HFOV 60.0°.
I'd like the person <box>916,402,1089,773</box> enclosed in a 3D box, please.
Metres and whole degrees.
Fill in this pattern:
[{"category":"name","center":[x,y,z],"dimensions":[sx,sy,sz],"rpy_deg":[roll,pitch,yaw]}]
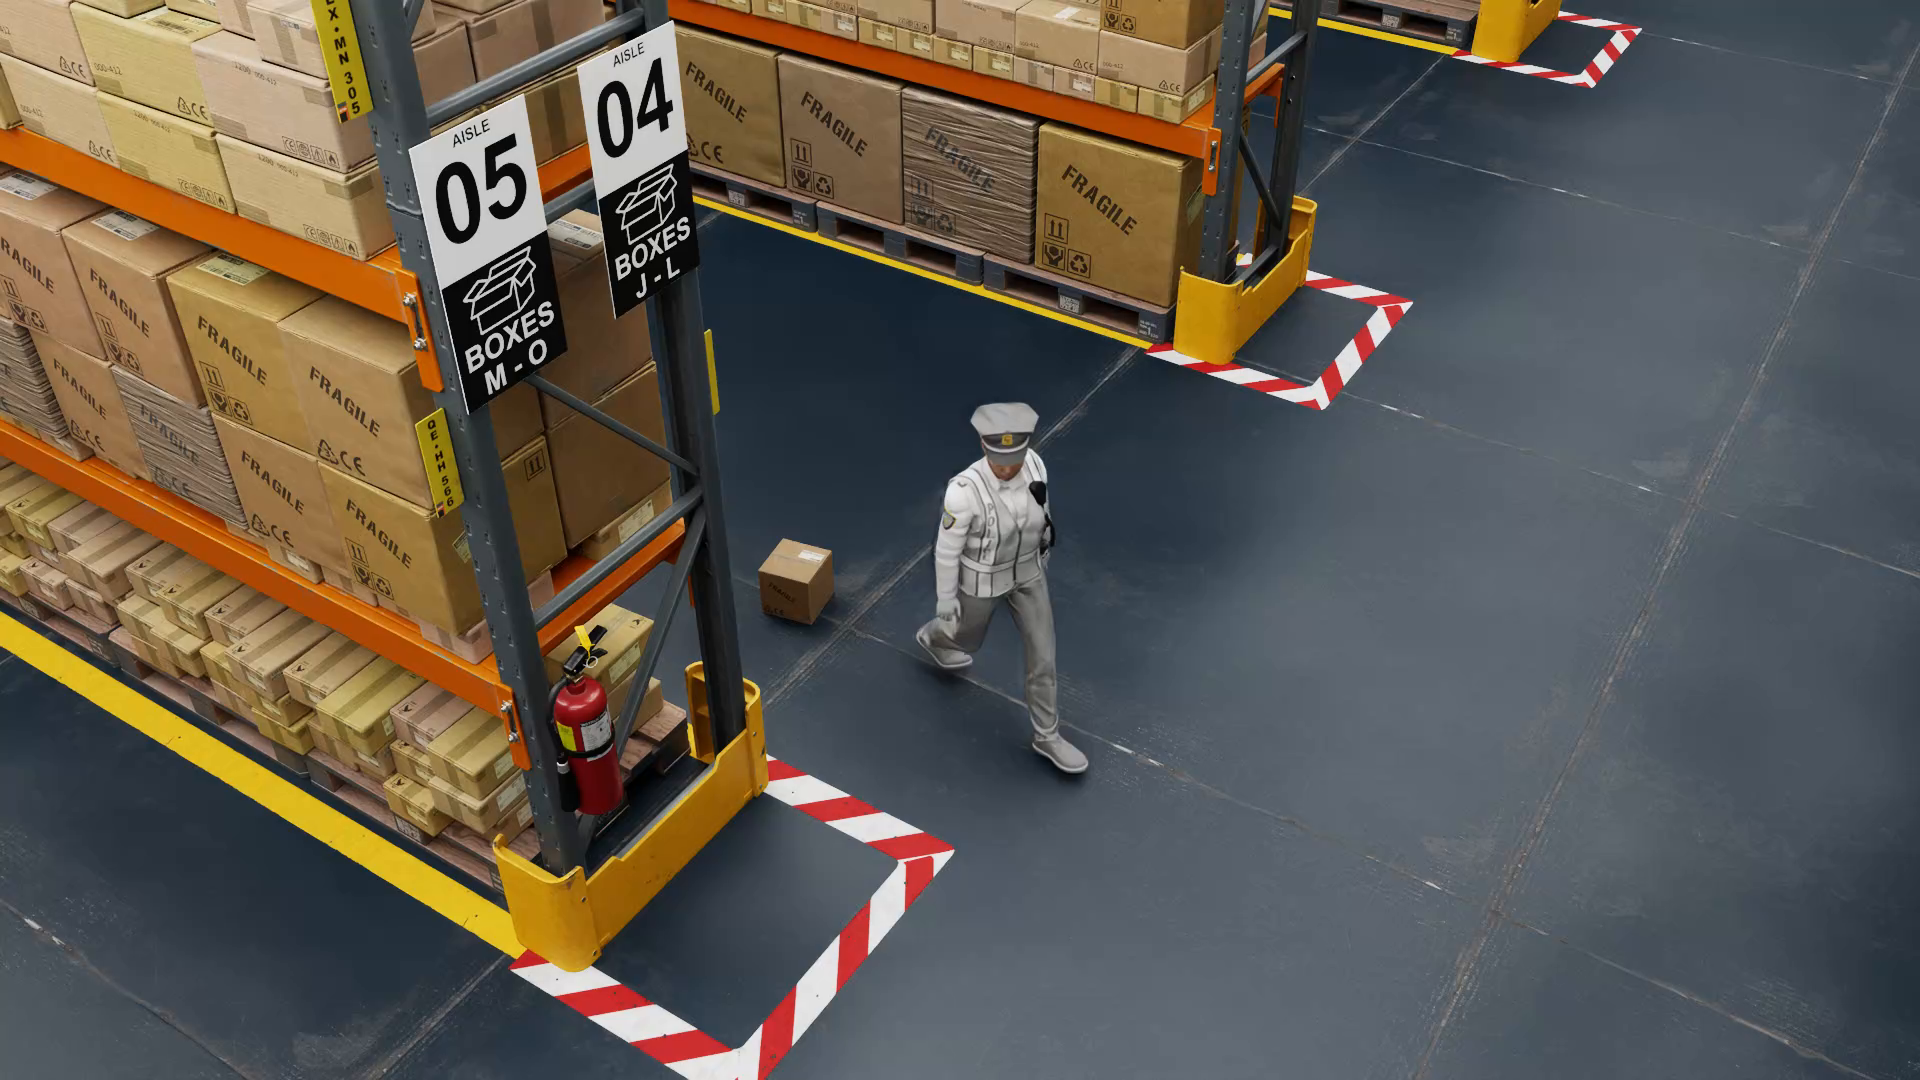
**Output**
[{"category":"person","center":[0.153,0.119,6.543],"dimensions":[0.584,1.610,0.992],"rpy_deg":[-20,43,-23]}]
